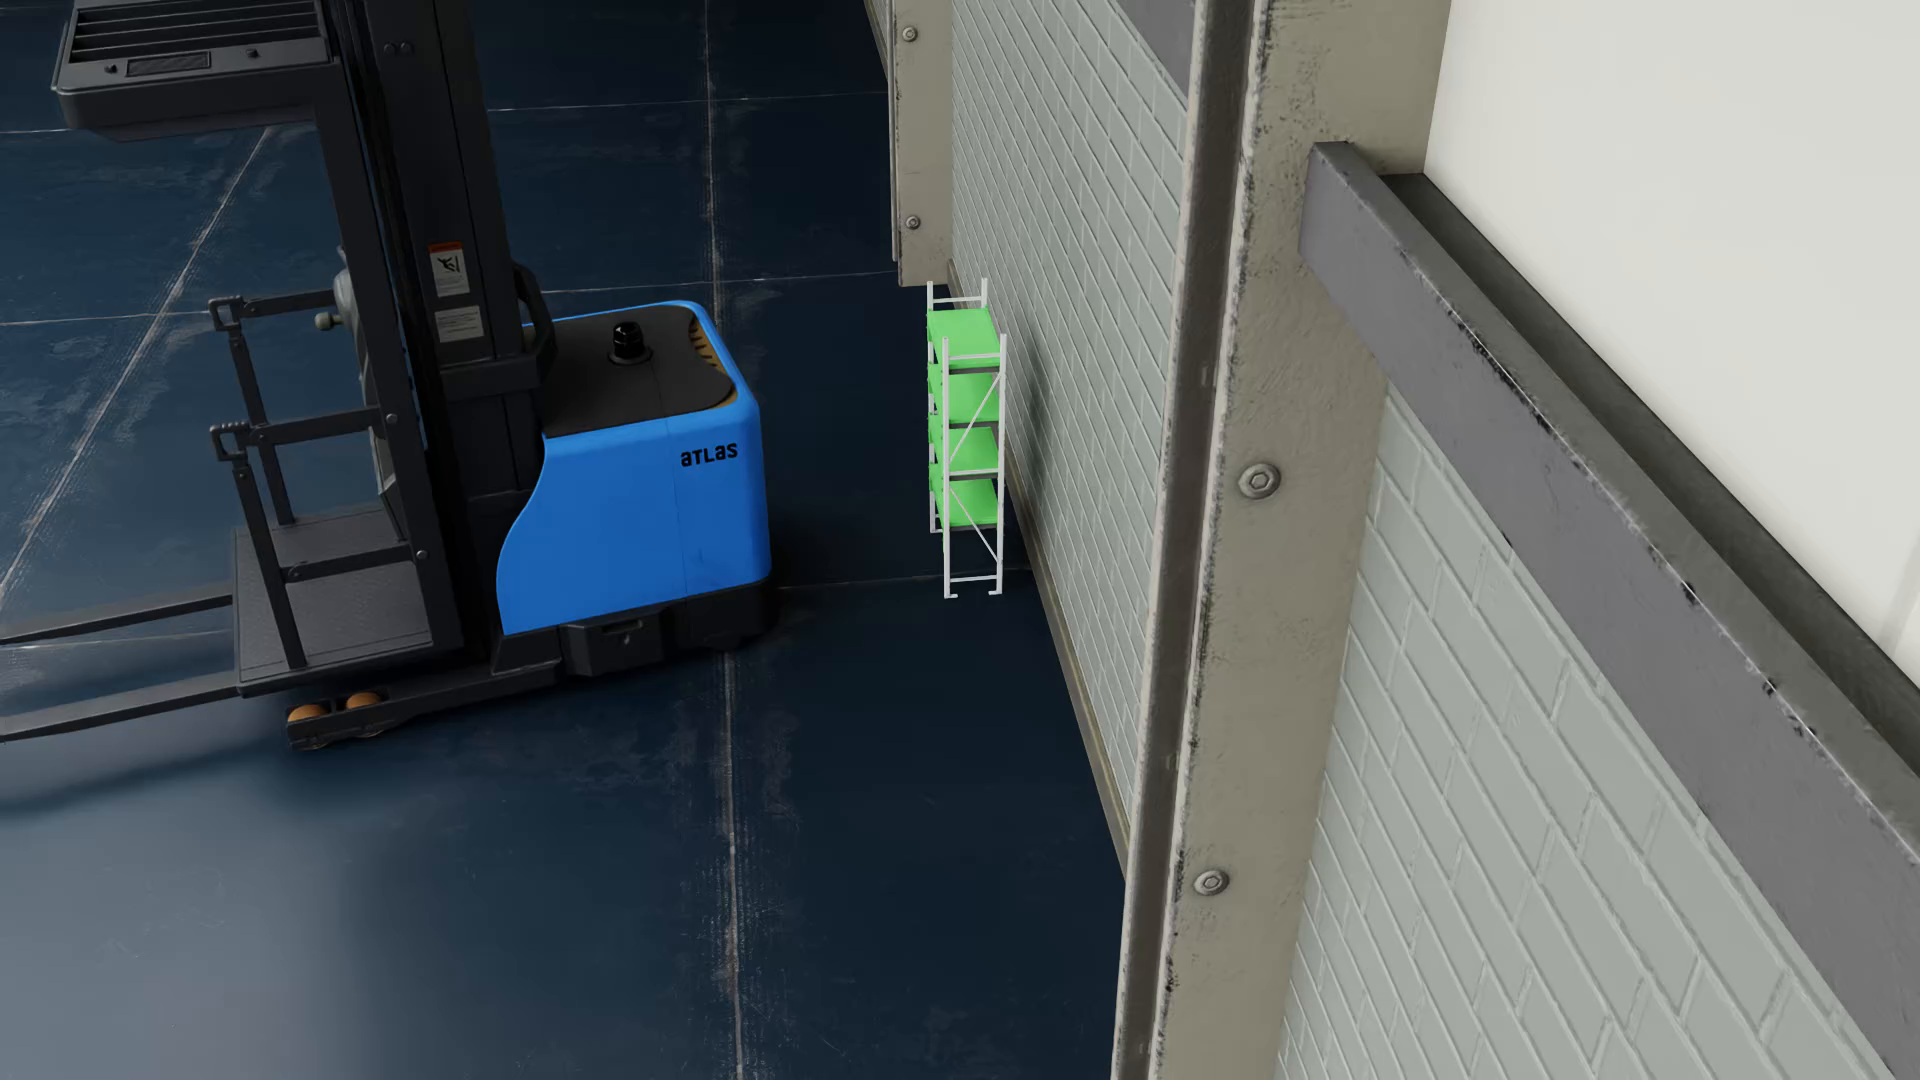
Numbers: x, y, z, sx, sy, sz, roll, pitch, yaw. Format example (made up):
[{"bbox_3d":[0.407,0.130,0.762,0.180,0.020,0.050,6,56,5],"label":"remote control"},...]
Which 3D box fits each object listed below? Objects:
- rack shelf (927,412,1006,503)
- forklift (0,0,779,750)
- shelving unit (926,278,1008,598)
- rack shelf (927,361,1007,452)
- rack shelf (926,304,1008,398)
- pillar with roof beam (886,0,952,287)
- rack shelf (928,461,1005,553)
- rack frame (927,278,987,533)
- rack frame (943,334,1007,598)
[{"bbox_3d":[0.022,-0.351,6.813,0.258,0.148,0.480,-4,35,-6],"label":"rack shelf"},{"bbox_3d":[-2.296,-0.777,5.787,3.031,2.935,1.130,-12,36,-17],"label":"forklift"},{"bbox_3d":[0.022,-0.403,6.777,0.258,1.200,0.503,-4,35,-6],"label":"shelving unit"},{"bbox_3d":[0.022,-0.549,6.677,0.258,0.148,0.480,-4,35,-6],"label":"rack shelf"},{"bbox_3d":[0.022,-0.747,6.542,0.258,0.148,0.480,-4,35,-6],"label":"rack shelf"},{"bbox_3d":[-4.478,-4.938,6.505,9.100,9.000,0.400,-4,35,-6],"label":"pillar with roof beam"},{"bbox_3d":[0.022,-0.152,6.948,0.258,0.148,0.480,-4,35,-6],"label":"rack shelf"},{"bbox_3d":[-0.011,-0.540,6.976,0.240,1.200,0.015,-4,35,-6],"label":"rack frame"},{"bbox_3d":[0.055,-0.267,6.577,0.240,1.200,0.015,-4,35,-6],"label":"rack frame"}]
